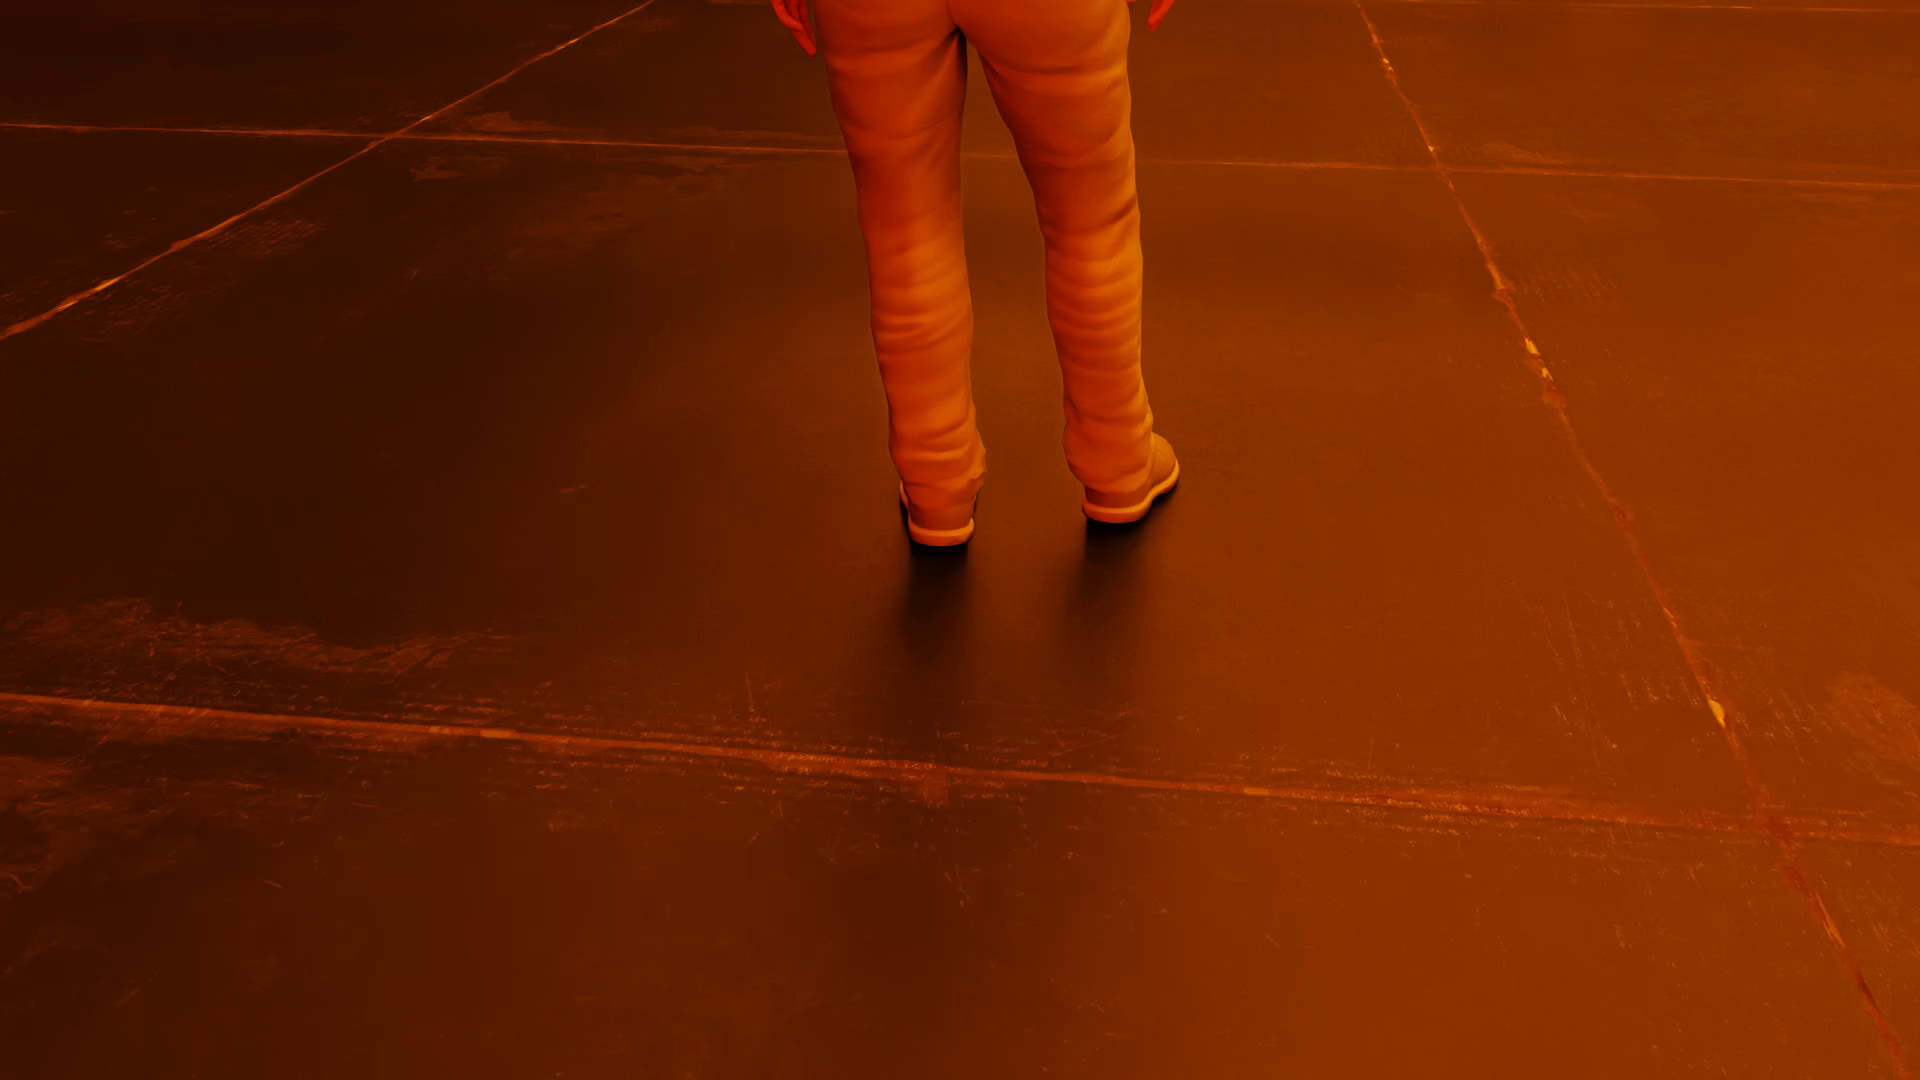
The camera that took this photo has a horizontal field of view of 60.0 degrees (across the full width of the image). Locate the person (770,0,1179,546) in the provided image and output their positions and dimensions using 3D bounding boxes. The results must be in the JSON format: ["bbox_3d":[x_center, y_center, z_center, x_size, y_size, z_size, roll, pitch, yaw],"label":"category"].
[{"bbox_3d":[0.033,-0.784,2.190,0.598,1.670,0.529,3,27,7],"label":"person"}]
